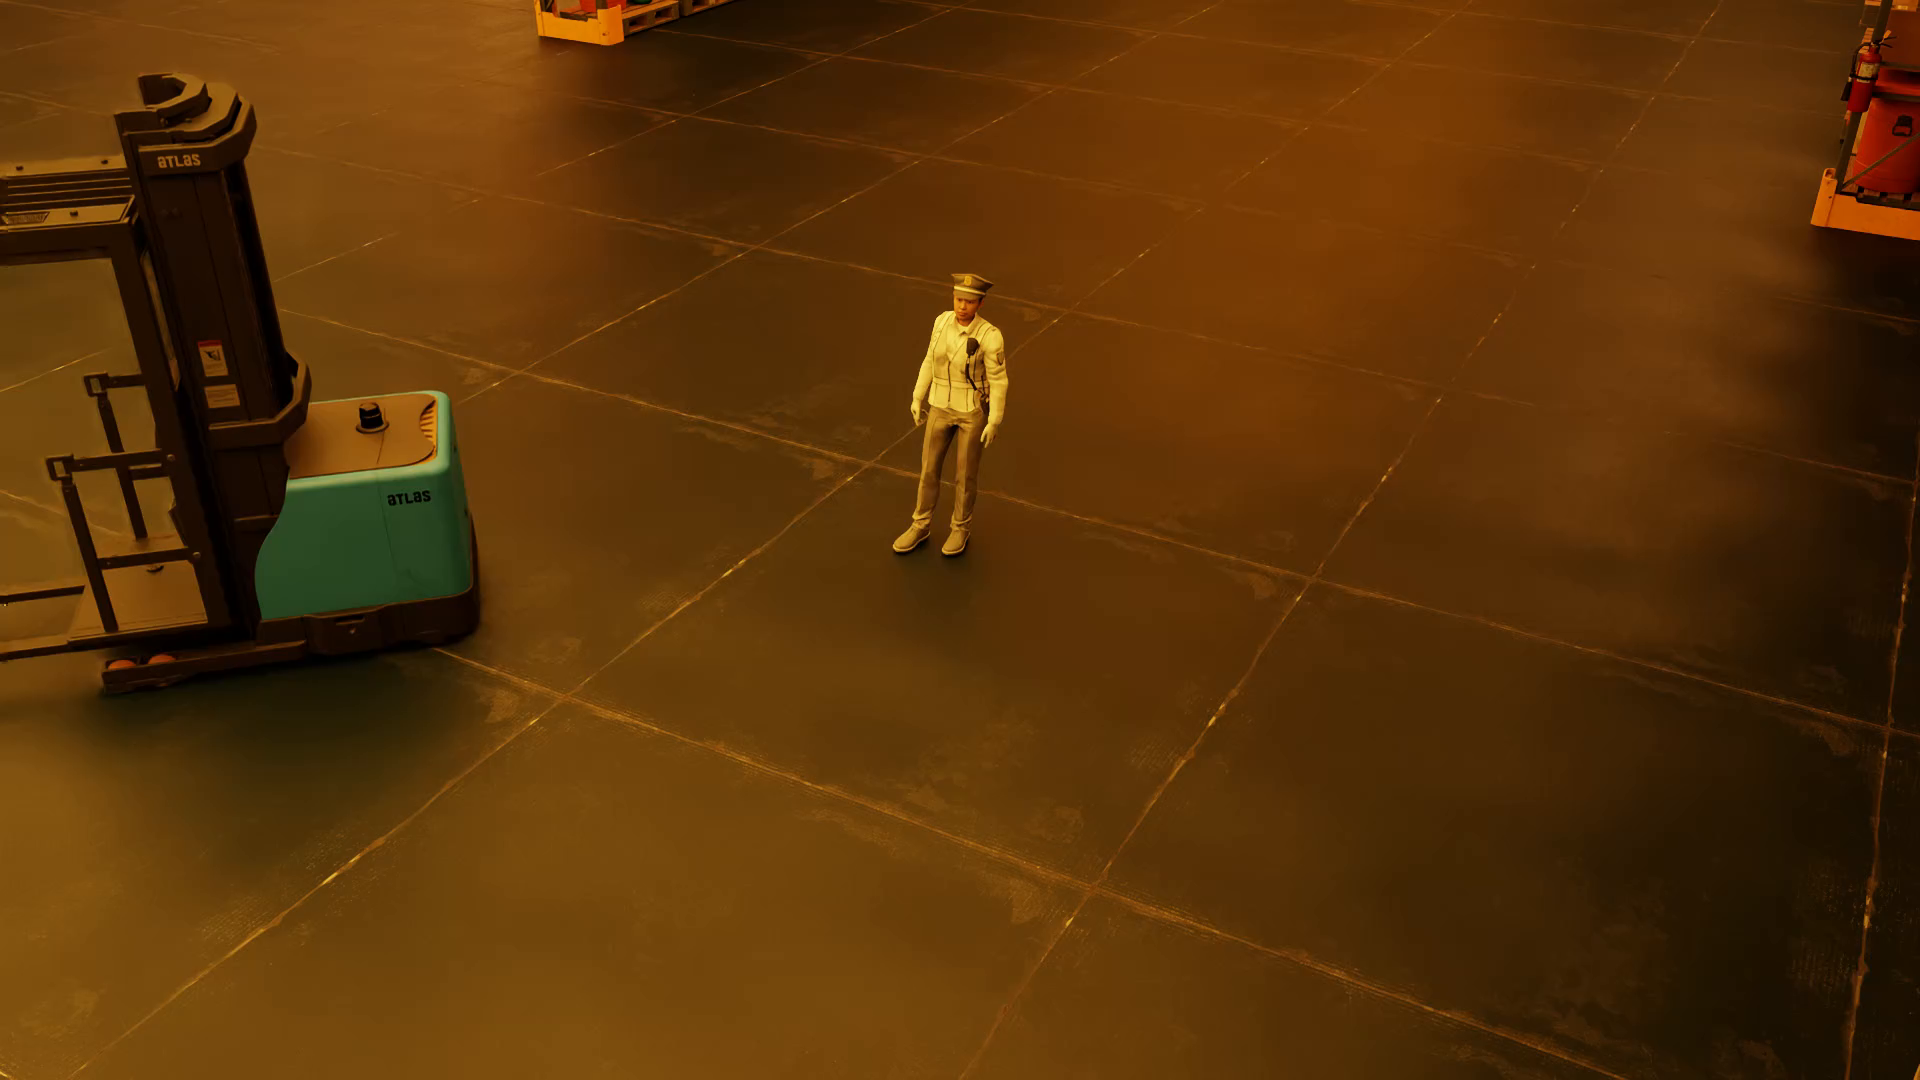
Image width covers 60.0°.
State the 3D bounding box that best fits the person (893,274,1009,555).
[{"bbox_3d":[-0.038,-0.712,9.528,0.588,1.696,0.533,15,33,25],"label":"person"}]

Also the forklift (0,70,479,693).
[{"bbox_3d":[-4.199,-0.771,8.406,3.031,2.935,1.130,-8,31,-13],"label":"forklift"}]
